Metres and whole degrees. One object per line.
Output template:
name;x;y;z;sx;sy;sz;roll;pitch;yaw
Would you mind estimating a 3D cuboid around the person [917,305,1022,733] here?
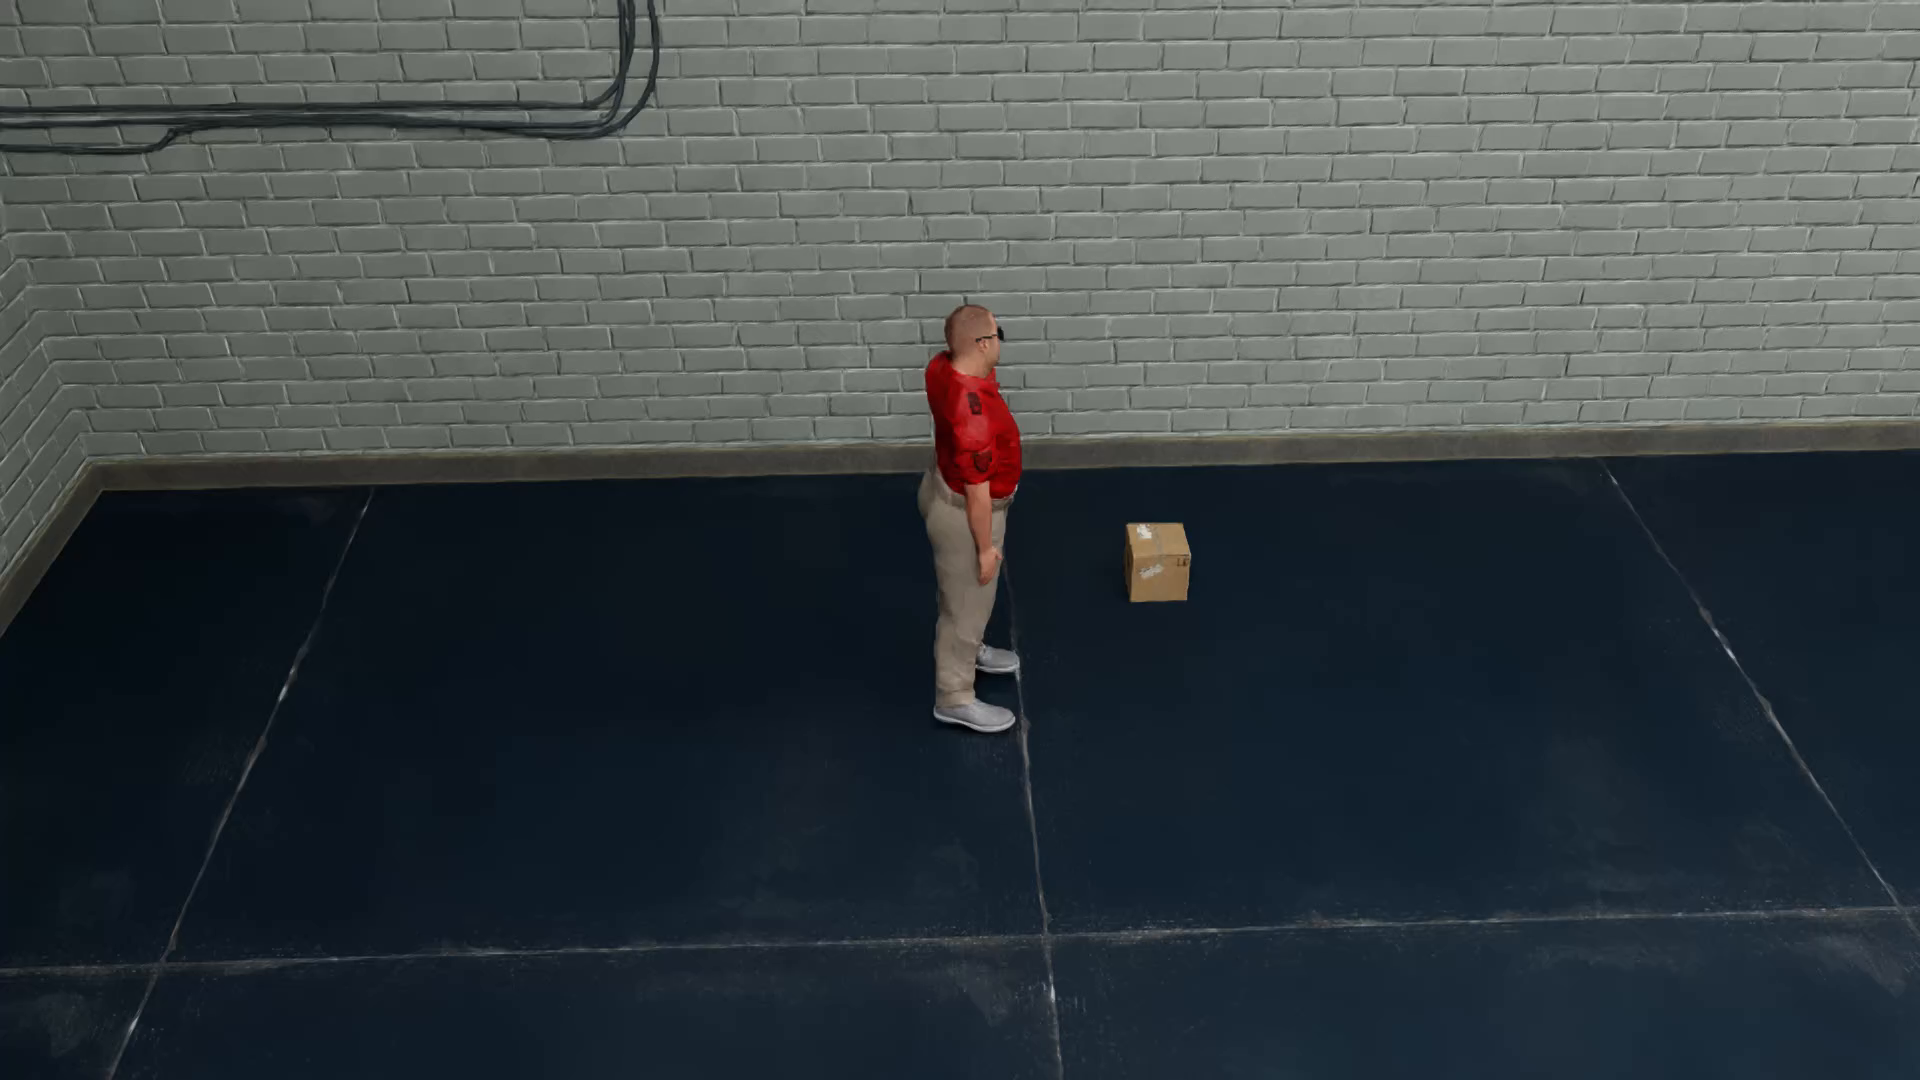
person;0.063;-0.105;6.268;0.418;1.731;0.583;-7;36;-10
